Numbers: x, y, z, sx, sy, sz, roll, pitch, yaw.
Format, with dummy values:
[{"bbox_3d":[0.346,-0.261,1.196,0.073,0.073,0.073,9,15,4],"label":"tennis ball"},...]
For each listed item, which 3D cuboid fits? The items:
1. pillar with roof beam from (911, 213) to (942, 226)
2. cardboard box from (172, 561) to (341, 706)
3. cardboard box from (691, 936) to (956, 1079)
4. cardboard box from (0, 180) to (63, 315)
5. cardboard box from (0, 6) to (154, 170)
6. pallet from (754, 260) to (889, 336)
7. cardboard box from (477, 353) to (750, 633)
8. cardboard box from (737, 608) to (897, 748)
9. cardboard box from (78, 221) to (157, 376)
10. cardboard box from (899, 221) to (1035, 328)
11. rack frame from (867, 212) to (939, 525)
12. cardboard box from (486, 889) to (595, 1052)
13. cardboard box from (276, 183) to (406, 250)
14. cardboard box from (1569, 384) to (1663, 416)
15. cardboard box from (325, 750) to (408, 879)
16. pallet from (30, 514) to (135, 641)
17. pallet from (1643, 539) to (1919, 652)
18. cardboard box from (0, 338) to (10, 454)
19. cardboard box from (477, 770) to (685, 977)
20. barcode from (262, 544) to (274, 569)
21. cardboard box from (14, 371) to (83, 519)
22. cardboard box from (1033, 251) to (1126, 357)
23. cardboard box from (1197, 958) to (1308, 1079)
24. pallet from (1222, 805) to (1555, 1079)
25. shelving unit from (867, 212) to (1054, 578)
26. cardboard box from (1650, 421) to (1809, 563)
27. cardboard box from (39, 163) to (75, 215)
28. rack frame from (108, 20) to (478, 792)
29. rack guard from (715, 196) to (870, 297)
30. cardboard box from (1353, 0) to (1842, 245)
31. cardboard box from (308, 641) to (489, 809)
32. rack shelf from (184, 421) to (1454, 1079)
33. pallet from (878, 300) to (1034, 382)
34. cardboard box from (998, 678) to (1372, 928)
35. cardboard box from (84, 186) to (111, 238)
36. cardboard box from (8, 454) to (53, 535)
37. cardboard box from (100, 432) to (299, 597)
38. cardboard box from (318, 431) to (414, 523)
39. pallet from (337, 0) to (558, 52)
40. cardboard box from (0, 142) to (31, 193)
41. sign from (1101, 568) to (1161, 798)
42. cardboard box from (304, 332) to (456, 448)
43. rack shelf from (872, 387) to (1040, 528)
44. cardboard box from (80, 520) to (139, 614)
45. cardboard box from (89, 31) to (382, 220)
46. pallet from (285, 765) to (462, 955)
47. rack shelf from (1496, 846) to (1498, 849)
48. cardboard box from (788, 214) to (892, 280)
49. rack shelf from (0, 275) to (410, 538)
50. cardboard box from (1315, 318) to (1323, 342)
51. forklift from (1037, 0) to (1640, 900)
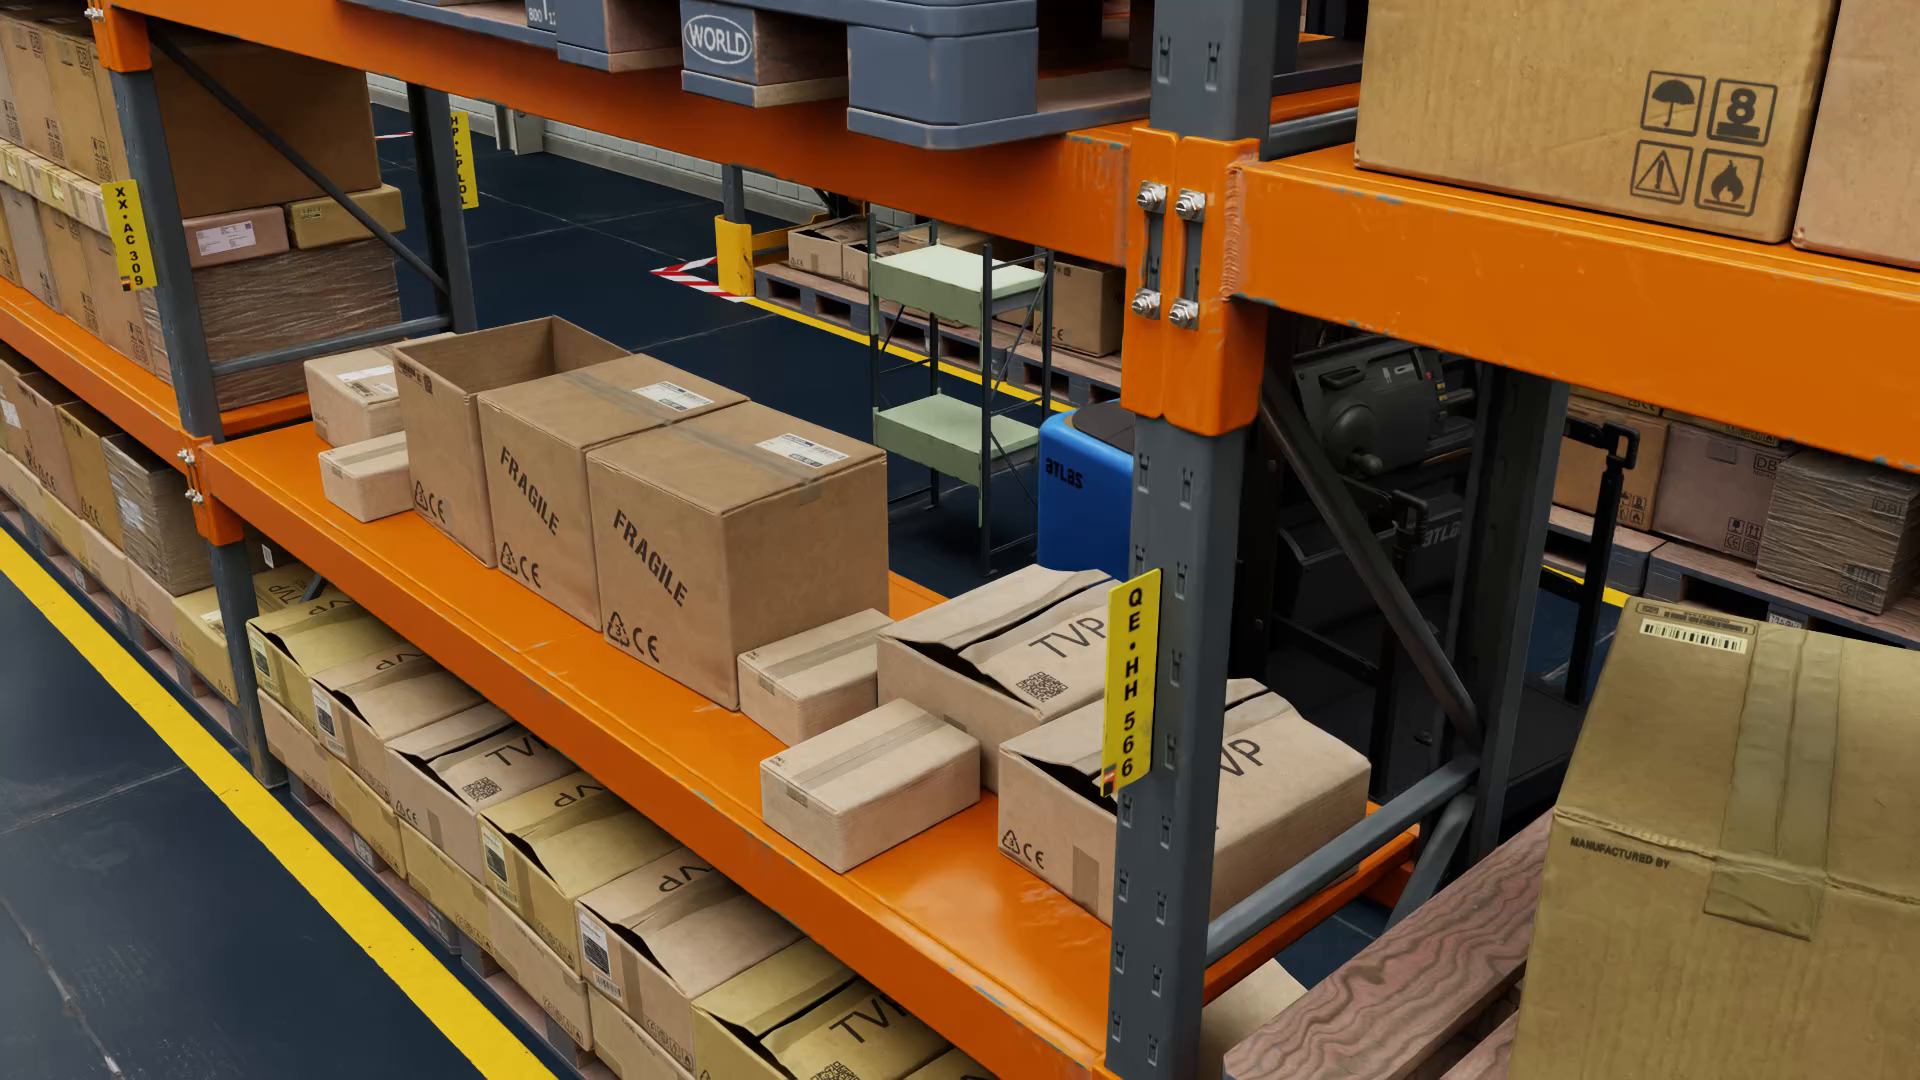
[{"bbox_3d":[-3.249,-4.803,7.436,9.100,9.000,0.400,-21,32,-38],"label":"pillar with roof beam"},{"bbox_3d":[-2.572,0.338,6.201,0.500,0.250,0.500,-21,32,-38],"label":"cardboard box"},{"bbox_3d":[-0.259,1.129,3.792,0.500,0.311,0.500,-22,32,-39],"label":"cardboard box"},{"bbox_3d":[-3.460,-1.287,6.837,0.700,0.500,0.500,-20,31,-37],"label":"cardboard box"},{"bbox_3d":[-3.091,-1.716,6.214,0.700,0.500,0.500,-21,32,-38],"label":"cardboard box"},{"bbox_3d":[-0.635,-1.713,11.252,1.003,0.211,1.213,-21,32,-38],"label":"pallet"},{"bbox_3d":[-0.880,-0.140,4.322,0.500,0.500,0.500,-21,32,-38],"label":"cardboard box"},{"bbox_3d":[-0.274,0.313,3.753,0.380,0.149,0.250,-18,30,-35],"label":"cardboard box"},{"bbox_3d":[-2.769,-0.979,6.162,0.700,0.500,0.500,-22,32,-39],"label":"cardboard box"},{"bbox_3d":[0.046,-1.680,10.300,0.500,0.500,0.700,21,32,39],"label":"cardboard box"},{"bbox_3d":[-0.255,-0.795,7.686,0.400,1.500,0.023,-21,32,-38],"label":"rack frame"},{"bbox_3d":[-0.949,1.075,4.586,0.500,0.250,0.500,-20,32,-38],"label":"cardboard box"},{"bbox_3d":[-2.138,-1.120,5.689,0.380,0.149,0.250,-21,32,-39],"label":"cardboard box"},{"bbox_3d":[3.023,-0.790,7.445,0.500,0.250,0.500,-21,32,-39],"label":"cardboard box"},{"bbox_3d":[-1.652,0.765,5.267,0.500,0.250,0.500,-20,31,-37],"label":"cardboard box"},{"bbox_3d":[-3.447,0.003,7.489,1.003,0.211,1.213,-21,32,-38],"label":"pallet"},{"bbox_3d":[3.719,0.194,7.071,1.003,0.211,1.213,-21,32,-38],"label":"pallet"},{"bbox_3d":[-4.282,-0.760,7.704,0.500,0.500,0.500,-21,32,-38],"label":"cardboard box"},{"bbox_3d":[-0.943,0.823,4.463,0.500,0.311,0.500,-20,31,-37],"label":"cardboard box"},{"bbox_3d":[-2.225,0.053,5.345,0.001,0.075,0.075,-21,32,-38],"label":"barcode"},{"bbox_3d":[-3.602,-0.455,7.037,0.500,0.500,0.500,-21,32,-38],"label":"cardboard box"},{"bbox_3d":[0.779,-1.415,9.720,0.500,0.500,0.500,21,32,38],"label":"cardboard box"},{"bbox_3d":[0.495,1.132,3.787,0.500,0.311,0.500,-20,31,-37],"label":"cardboard box"},{"bbox_3d":[1.153,0.842,2.522,1.213,0.211,1.003,-21,32,-38],"label":"pallet"},{"bbox_3d":[-0.005,-0.684,7.443,0.431,1.500,0.755,-21,32,-38],"label":"shelving unit"},{"bbox_3d":[3.455,-0.293,7.260,0.700,0.500,0.500,-21,32,-39],"label":"cardboard box"},{"bbox_3d":[-3.132,-1.314,6.114,0.380,0.149,0.250,-21,32,-39],"label":"cardboard box"},{"bbox_3d":[-2.095,-0.643,5.545,1.000,3.000,0.127,-21,32,-38],"label":"rack frame"},{"bbox_3d":[-1.164,-2.101,11.753,1.175,0.500,0.348,-21,32,-38],"label":"rack guard"},{"bbox_3d":[0.961,-0.719,1.977,0.910,0.500,0.500,-21,32,-38],"label":"cardboard box"},{"bbox_3d":[-1.657,0.511,5.148,0.500,0.311,0.500,-22,32,-39],"label":"cardboard box"},{"bbox_3d":[-0.728,0.290,4.367,1.077,0.370,4.000,-21,32,-38],"label":"rack shelf"},{"bbox_3d":[0.195,-1.344,10.442,1.003,0.211,1.213,-21,32,-38],"label":"pallet"},{"bbox_3d":[0.422,0.487,3.176,0.500,0.311,0.500,-19,31,-35],"label":"cardboard box"},{"bbox_3d":[-2.786,-1.159,5.775,0.380,0.149,0.250,-22,33,-40],"label":"cardboard box"},{"bbox_3d":[-3.939,-0.267,7.529,0.500,0.250,0.500,-21,32,-38],"label":"cardboard box"},{"bbox_3d":[-2.905,-0.158,6.385,0.500,0.500,0.500,-21,32,-38],"label":"cardboard box"},{"bbox_3d":[-1.639,-0.202,4.882,0.380,0.149,0.250,-21,32,-38],"label":"cardboard box"},{"bbox_3d":[-0.657,-1.228,3.442,1.003,0.211,1.213,-19,31,-36],"label":"pallet"},{"bbox_3d":[-3.488,-1.470,6.456,0.380,0.149,0.250,-20,31,-37],"label":"cardboard box"},{"bbox_3d":[0.236,0.201,2.301,0.100,0.325,0.005,-21,32,-38],"label":"sign"},{"bbox_3d":[-1.727,-0.438,5.277,0.500,0.250,0.500,-19,31,-35],"label":"cardboard box"},{"bbox_3d":[-0.005,-0.388,7.578,0.431,0.370,0.720,-21,32,-38],"label":"rack shelf"},{"bbox_3d":[-3.259,0.037,6.862,0.500,0.250,0.500,-21,32,-38],"label":"cardboard box"},{"bbox_3d":[-2.403,-1.411,5.546,0.700,0.500,0.500,-21,32,-38],"label":"cardboard box"},{"bbox_3d":[-1.563,0.838,5.659,1.003,0.211,1.213,-21,32,-38],"label":"pallet"},{"bbox_3d":[2.006,1.502,1.710,1.077,0.370,4.000,-21,32,-38],"label":"rack shelf"},{"bbox_3d":[-0.809,-2.003,11.236,0.500,0.311,0.500,19,31,36],"label":"cardboard box"},{"bbox_3d":[-3.462,-0.922,7.023,1.077,0.370,4.000,-21,32,-38],"label":"rack shelf"},{"bbox_3d":[2.033,-0.894,8.577,0.700,0.500,0.500,-20,31,-37],"label":"cardboard box"},{"bbox_3d":[1.537,-0.427,5.154,1.130,2.935,3.031,-16,29,-32],"label":"forklift"}]
